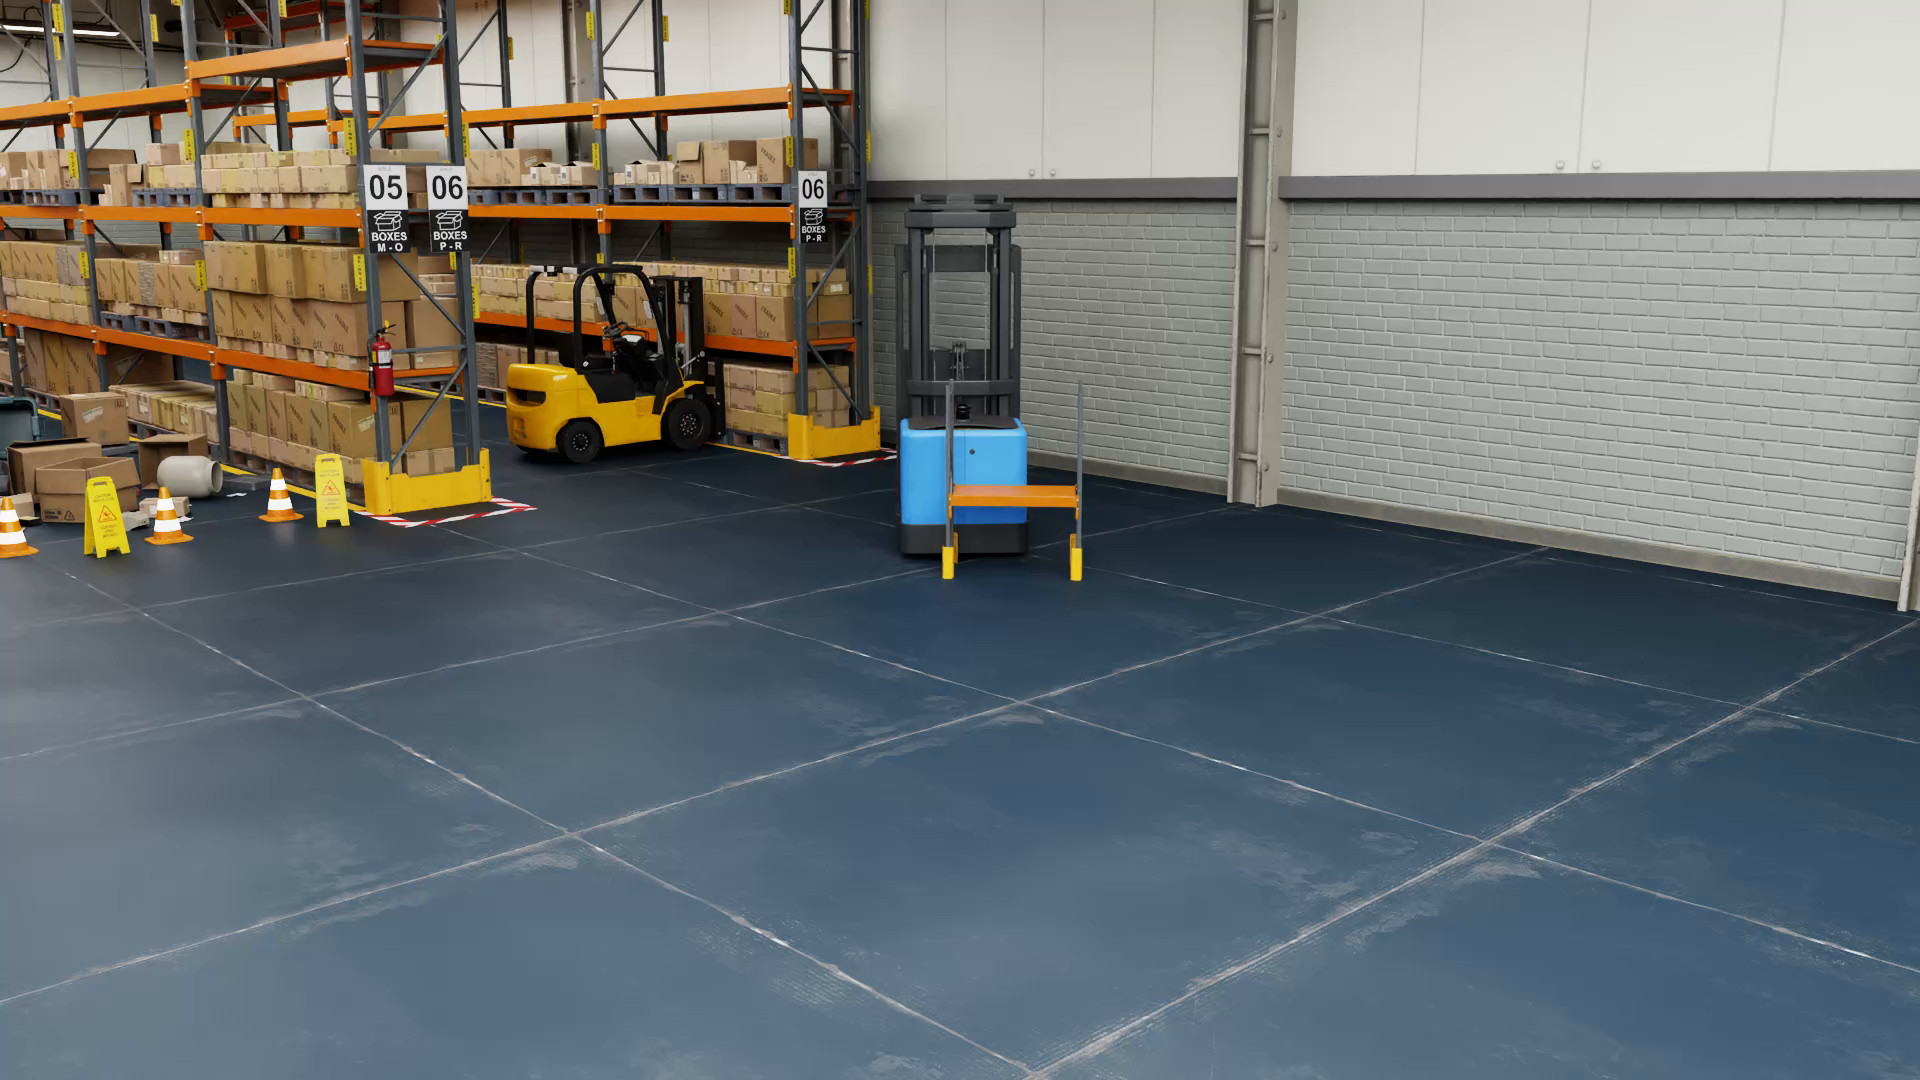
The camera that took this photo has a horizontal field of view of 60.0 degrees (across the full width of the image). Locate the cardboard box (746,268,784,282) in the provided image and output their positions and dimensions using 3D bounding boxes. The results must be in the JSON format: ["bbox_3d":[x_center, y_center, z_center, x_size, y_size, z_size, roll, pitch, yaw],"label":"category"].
[{"bbox_3d":[-2.260,-3.083,19.351,0.380,0.149,0.250,-10,16,-41],"label":"cardboard box"}]

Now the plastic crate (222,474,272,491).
[{"bbox_3d":[-7.326,-0.600,17.126,0.583,0.080,0.402,6,13,26],"label":"plastic crate"}]

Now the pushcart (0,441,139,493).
[{"bbox_3d":[-9.431,-0.764,17.185,0.936,0.377,1.648,6,13,26],"label":"pushcart"}]

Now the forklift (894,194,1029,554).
[{"bbox_3d":[-0.029,-1.563,14.733,1.130,2.935,3.031,-1,12,-3],"label":"forklift"}]

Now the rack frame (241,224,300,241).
[{"bbox_3d":[-12.517,-4.817,30.359,1.000,3.000,0.127,-11,16,-43],"label":"rack frame"}]

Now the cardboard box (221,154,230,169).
[{"bbox_3d":[-7.459,-3.945,17.339,0.250,0.149,0.380,11,16,43],"label":"cardboard box"}]

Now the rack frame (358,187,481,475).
[{"bbox_3d":[-5.055,-1.790,15.665,1.000,3.000,0.127,-11,16,-43],"label":"rack frame"}]

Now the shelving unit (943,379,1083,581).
[{"bbox_3d":[0.419,-0.486,13.051,1.083,1.500,0.587,1,12,3],"label":"shelving unit"}]

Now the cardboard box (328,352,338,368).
[{"bbox_3d":[-5.884,-1.753,16.111,0.380,0.149,0.250,-11,16,-44],"label":"cardboard box"}]

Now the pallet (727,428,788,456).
[{"bbox_3d":[-2.026,-1.222,19.820,1.003,0.211,1.213,-11,16,-43],"label":"pallet"}]

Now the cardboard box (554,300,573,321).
[{"bbox_3d":[-5.118,-3.102,22.406,0.500,0.250,0.500,-11,16,-43],"label":"cardboard box"}]

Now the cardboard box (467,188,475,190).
[{"bbox_3d":[-7.522,-5.086,24.604,0.500,0.250,0.500,11,16,43],"label":"cardboard box"}]

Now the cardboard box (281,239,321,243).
[{"bbox_3d":[-11.362,-4.934,28.702,0.500,0.500,0.500,-10,16,-41],"label":"cardboard box"}]

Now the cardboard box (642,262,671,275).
[{"bbox_3d":[-3.795,-3.429,21.028,0.380,0.149,0.250,-11,16,-44],"label":"cardboard box"}]

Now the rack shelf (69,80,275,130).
[{"bbox_3d":[-9.198,-5.055,19.423,1.077,0.370,4.000,-11,16,-43],"label":"rack shelf"}]

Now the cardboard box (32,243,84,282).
[{"bbox_3d":[-12.168,-3.757,22.488,0.500,0.500,0.500,-11,16,-43],"label":"cardboard box"}]

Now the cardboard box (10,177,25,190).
[{"bbox_3d":[-12.721,-4.868,22.711,0.250,0.166,0.380,10,16,41],"label":"cardboard box"}]

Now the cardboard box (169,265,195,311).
[{"bbox_3d":[-8.645,-2.881,18.938,0.500,0.500,0.500,-11,16,-42],"label":"cardboard box"}]

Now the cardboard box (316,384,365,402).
[{"bbox_3d":[-6.099,-1.459,16.365,0.380,0.149,0.250,-10,15,-41],"label":"cardboard box"}]

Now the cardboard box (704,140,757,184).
[{"bbox_3d":[-2.584,-4.449,19.602,0.700,0.500,0.500,-11,16,-42],"label":"cardboard box"}]

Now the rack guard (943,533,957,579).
[{"bbox_3d":[-0.078,0.121,13.204,0.087,0.250,0.587,1,12,3],"label":"rack guard"}]

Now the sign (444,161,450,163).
[{"bbox_3d":[-7.386,-5.297,23.971,0.100,0.325,0.005,-11,16,-43],"label":"sign"}]

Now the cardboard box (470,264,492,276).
[{"bbox_3d":[-6.985,-3.929,24.191,0.380,0.149,0.250,-10,15,-41],"label":"cardboard box"}]

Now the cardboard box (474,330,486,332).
[{"bbox_3d":[-7.641,-3.188,26.000,0.250,0.149,0.380,11,16,43],"label":"cardboard box"}]

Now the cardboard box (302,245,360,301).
[{"bbox_3d":[-5.909,-2.593,16.102,0.700,0.500,0.500,-11,16,-42],"label":"cardboard box"}]

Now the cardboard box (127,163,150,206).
[{"bbox_3d":[-9.505,-4.258,19.958,0.797,0.503,0.637,-11,16,-43],"label":"cardboard box"}]

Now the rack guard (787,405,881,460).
[{"bbox_3d":[-1.451,-1.254,19.260,1.175,0.500,0.348,-11,16,-43],"label":"rack guard"}]

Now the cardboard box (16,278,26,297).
[{"bbox_3d":[-12.861,-3.537,23.277,0.500,0.250,0.500,-11,16,-42],"label":"cardboard box"}]

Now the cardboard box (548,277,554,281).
[{"bbox_3d":[-5.361,-3.596,22.579,0.250,0.149,0.380,11,16,44],"label":"cardboard box"}]

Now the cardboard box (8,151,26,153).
[{"bbox_3d":[-13.596,-5.429,24.359,0.500,0.500,0.500,-11,16,-42],"label":"cardboard box"}]

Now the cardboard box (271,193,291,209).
[{"bbox_3d":[-6.596,-3.367,16.509,0.380,0.149,0.250,-11,16,-43],"label":"cardboard box"}]

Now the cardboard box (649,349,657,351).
[{"bbox_3d":[-3.750,-2.370,21.775,0.500,0.250,0.500,-10,16,-41],"label":"cardboard box"}]

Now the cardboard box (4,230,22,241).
[{"bbox_3d":[-13.784,-4.398,23.992,0.380,0.149,0.250,-11,16,-44],"label":"cardboard box"}]

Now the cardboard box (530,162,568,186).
[{"bbox_3d":[-5.436,-4.930,22.404,0.500,0.311,0.500,11,16,43],"label":"cardboard box"}]

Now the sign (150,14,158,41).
[{"bbox_3d":[-10.194,-6.469,20.998,0.100,0.325,0.005,-11,16,-43],"label":"sign"}]

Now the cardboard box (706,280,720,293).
[{"bbox_3d":[-2.813,-3.044,19.898,0.380,0.149,0.250,-11,16,-42],"label":"cardboard box"}]

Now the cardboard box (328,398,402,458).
[{"bbox_3d":[-5.796,-1.097,16.215,0.500,0.500,0.500,-11,16,-42],"label":"cardboard box"}]

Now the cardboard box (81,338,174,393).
[{"bbox_3d":[-10.996,-2.235,22.049,0.875,0.875,0.875,-11,16,-43],"label":"cardboard box"}]

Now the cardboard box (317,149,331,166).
[{"bbox_3d":[-5.842,-3.612,15.724,0.380,0.149,0.250,-11,16,-43],"label":"cardboard box"}]

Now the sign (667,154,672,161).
[{"bbox_3d":[-3.829,-4.904,21.872,0.100,0.325,0.005,-11,16,-43],"label":"sign"}]

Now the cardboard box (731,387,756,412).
[{"bbox_3d":[-2.368,-1.688,19.705,0.500,0.250,0.500,-11,16,-43],"label":"cardboard box"}]

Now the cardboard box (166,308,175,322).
[{"bbox_3d":[-8.924,-2.603,19.194,0.380,0.149,0.250,-11,16,-42],"label":"cardboard box"}]

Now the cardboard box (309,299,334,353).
[{"bbox_3d":[-5.971,-2.099,16.181,0.500,0.500,0.500,-11,16,-42],"label":"cardboard box"}]

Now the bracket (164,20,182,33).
[{"bbox_3d":[-15.907,-10.394,33.643,0.235,0.232,0.430,-11,16,-43],"label":"bracket"}]

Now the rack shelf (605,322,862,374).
[{"bbox_3d":[-2.848,-2.422,20.514,1.077,0.370,4.000,-11,16,-43],"label":"rack shelf"}]

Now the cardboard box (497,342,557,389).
[{"bbox_3d":[-6.114,-2.505,23.981,0.875,0.625,0.625,-10,15,-41],"label":"cardboard box"}]

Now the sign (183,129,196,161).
[{"bbox_3d":[-8.216,-4.211,17.726,0.100,0.325,0.005,-11,16,-43],"label":"sign"}]

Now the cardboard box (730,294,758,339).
[{"bbox_3d":[-2.348,-2.643,19.560,0.500,0.500,0.500,-10,15,-41],"label":"cardboard box"}]

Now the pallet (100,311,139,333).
[{"bbox_3d":[-10.010,-2.774,20.919,1.213,0.211,1.003,-11,16,-43],"label":"pallet"}]

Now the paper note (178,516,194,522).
[{"bbox_3d":[-7.147,-0.196,15.288,0.142,0.019,0.148,6,13,26],"label":"paper note"}]

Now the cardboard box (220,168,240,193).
[{"bbox_3d":[-7.348,-3.739,17.325,0.500,0.250,0.500,-11,16,-43],"label":"cardboard box"}]

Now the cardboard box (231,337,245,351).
[{"bbox_3d":[-7.619,-2.130,17.940,0.380,0.149,0.250,-10,15,-41],"label":"cardboard box"}]

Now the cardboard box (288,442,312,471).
[{"bbox_3d":[-6.525,-0.882,17.030,0.500,0.250,0.500,11,16,43],"label":"cardboard box"}]

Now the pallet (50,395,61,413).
[{"bbox_3d":[-11.907,-1.895,23.087,1.003,0.211,1.213,-11,16,-43],"label":"pallet"}]
